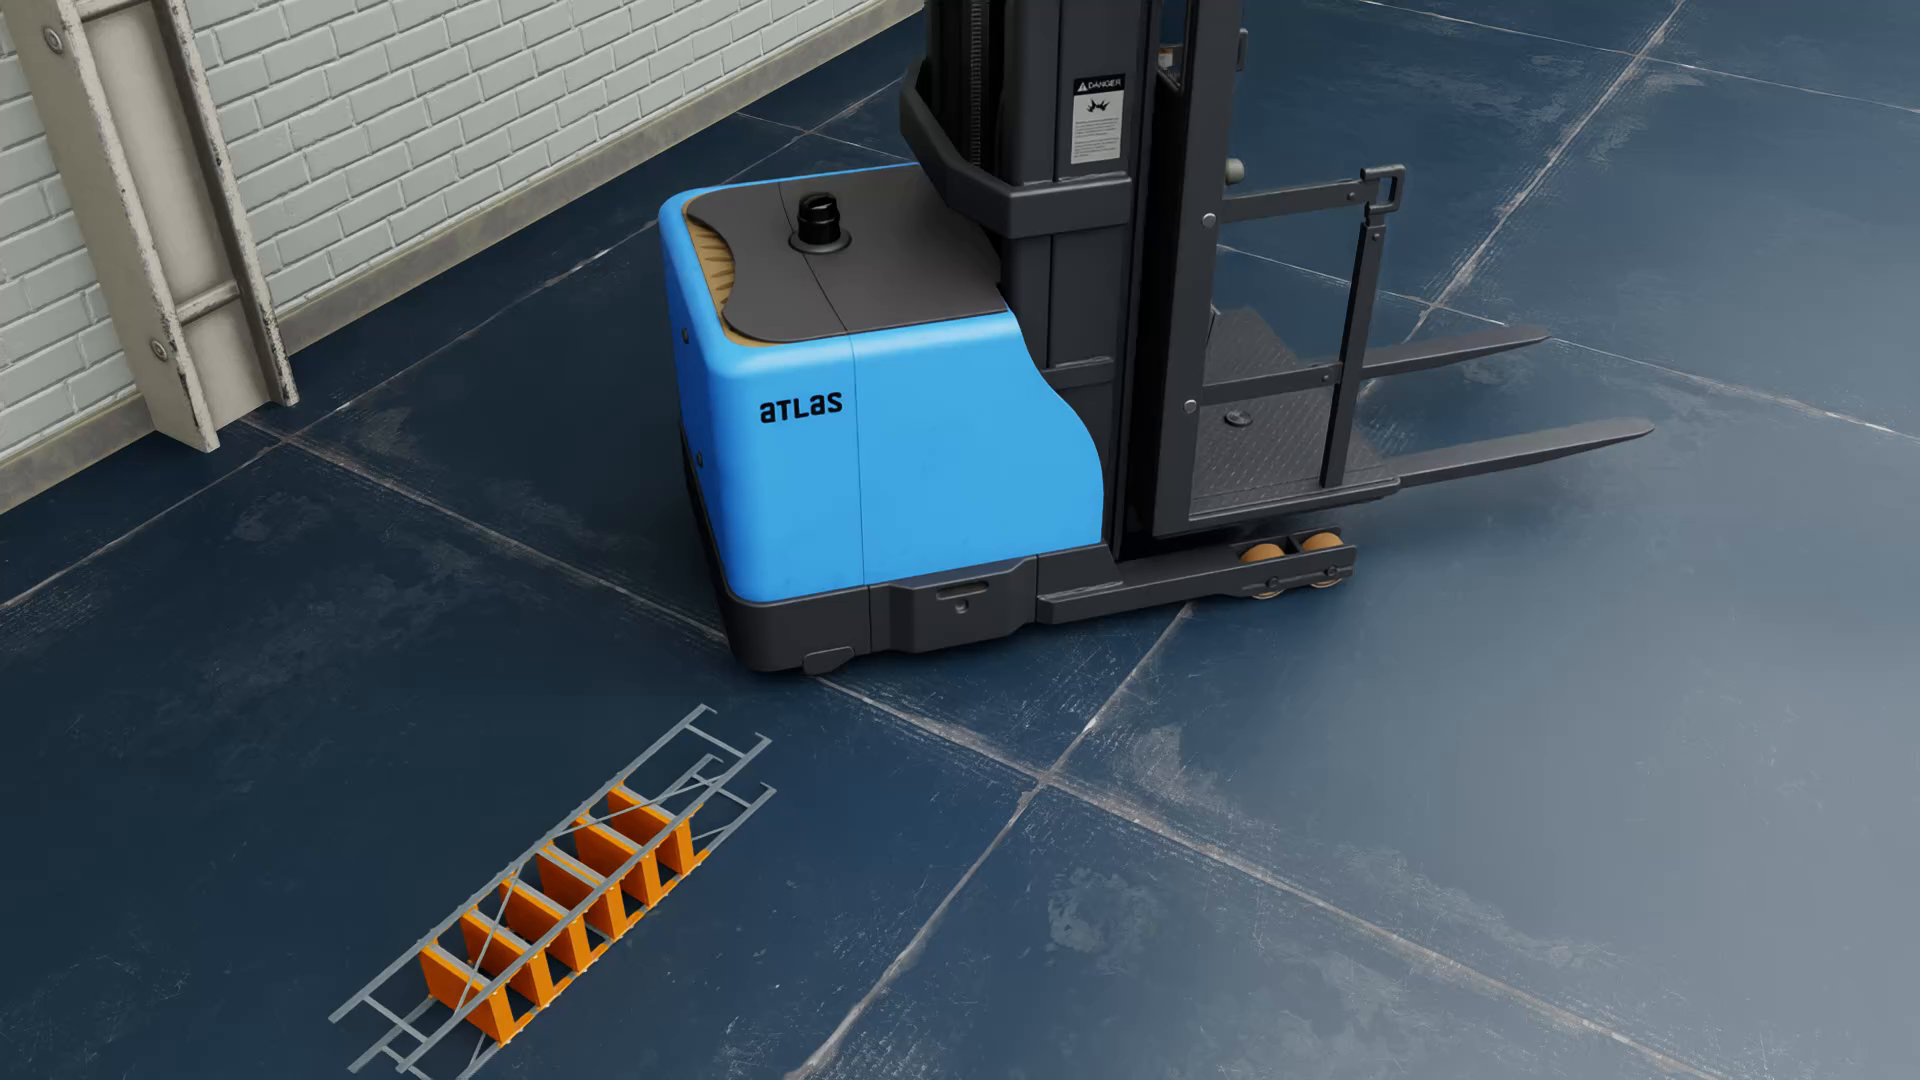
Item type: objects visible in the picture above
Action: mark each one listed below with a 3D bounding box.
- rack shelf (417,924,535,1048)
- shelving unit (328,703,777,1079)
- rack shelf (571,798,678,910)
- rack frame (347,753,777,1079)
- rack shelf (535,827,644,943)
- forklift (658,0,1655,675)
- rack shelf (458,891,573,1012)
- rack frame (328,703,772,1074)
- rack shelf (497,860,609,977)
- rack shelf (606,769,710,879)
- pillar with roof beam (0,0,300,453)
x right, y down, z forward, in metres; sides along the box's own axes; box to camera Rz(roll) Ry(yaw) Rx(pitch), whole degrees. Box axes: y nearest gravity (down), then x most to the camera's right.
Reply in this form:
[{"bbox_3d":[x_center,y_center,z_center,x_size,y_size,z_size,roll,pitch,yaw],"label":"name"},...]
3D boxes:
[{"bbox_3d":[-1.107,1.007,3.786,0.258,0.180,0.103,23,44,27],"label":"rack shelf"},{"bbox_3d":[-0.926,0.848,3.989,0.258,0.189,1.200,23,44,27],"label":"shelving unit"},{"bbox_3d":[-0.831,0.765,4.095,0.258,0.180,0.103,23,44,27],"label":"rack shelf"},{"bbox_3d":[-0.925,0.921,4.045,0.240,0.006,1.200,23,44,27],"label":"rack frame"},{"bbox_3d":[-0.900,0.826,4.018,0.258,0.180,0.103,23,44,27],"label":"rack shelf"},{"bbox_3d":[0.694,-1.283,4.514,3.031,2.935,1.130,-10,39,-13],"label":"forklift"},{"bbox_3d":[-1.038,0.947,3.863,0.258,0.180,0.103,23,44,27],"label":"rack shelf"},{"bbox_3d":[-0.926,0.776,3.933,0.240,0.006,1.200,23,44,27],"label":"rack frame"},{"bbox_3d":[-0.969,0.886,3.940,0.258,0.180,0.103,23,44,27],"label":"rack shelf"},{"bbox_3d":[-0.762,0.705,4.172,0.258,0.180,0.103,23,44,27],"label":"rack shelf"},{"bbox_3d":[1.062,-2.601,1.254,9.100,9.000,0.400,21,42,25],"label":"pillar with roof beam"}]
